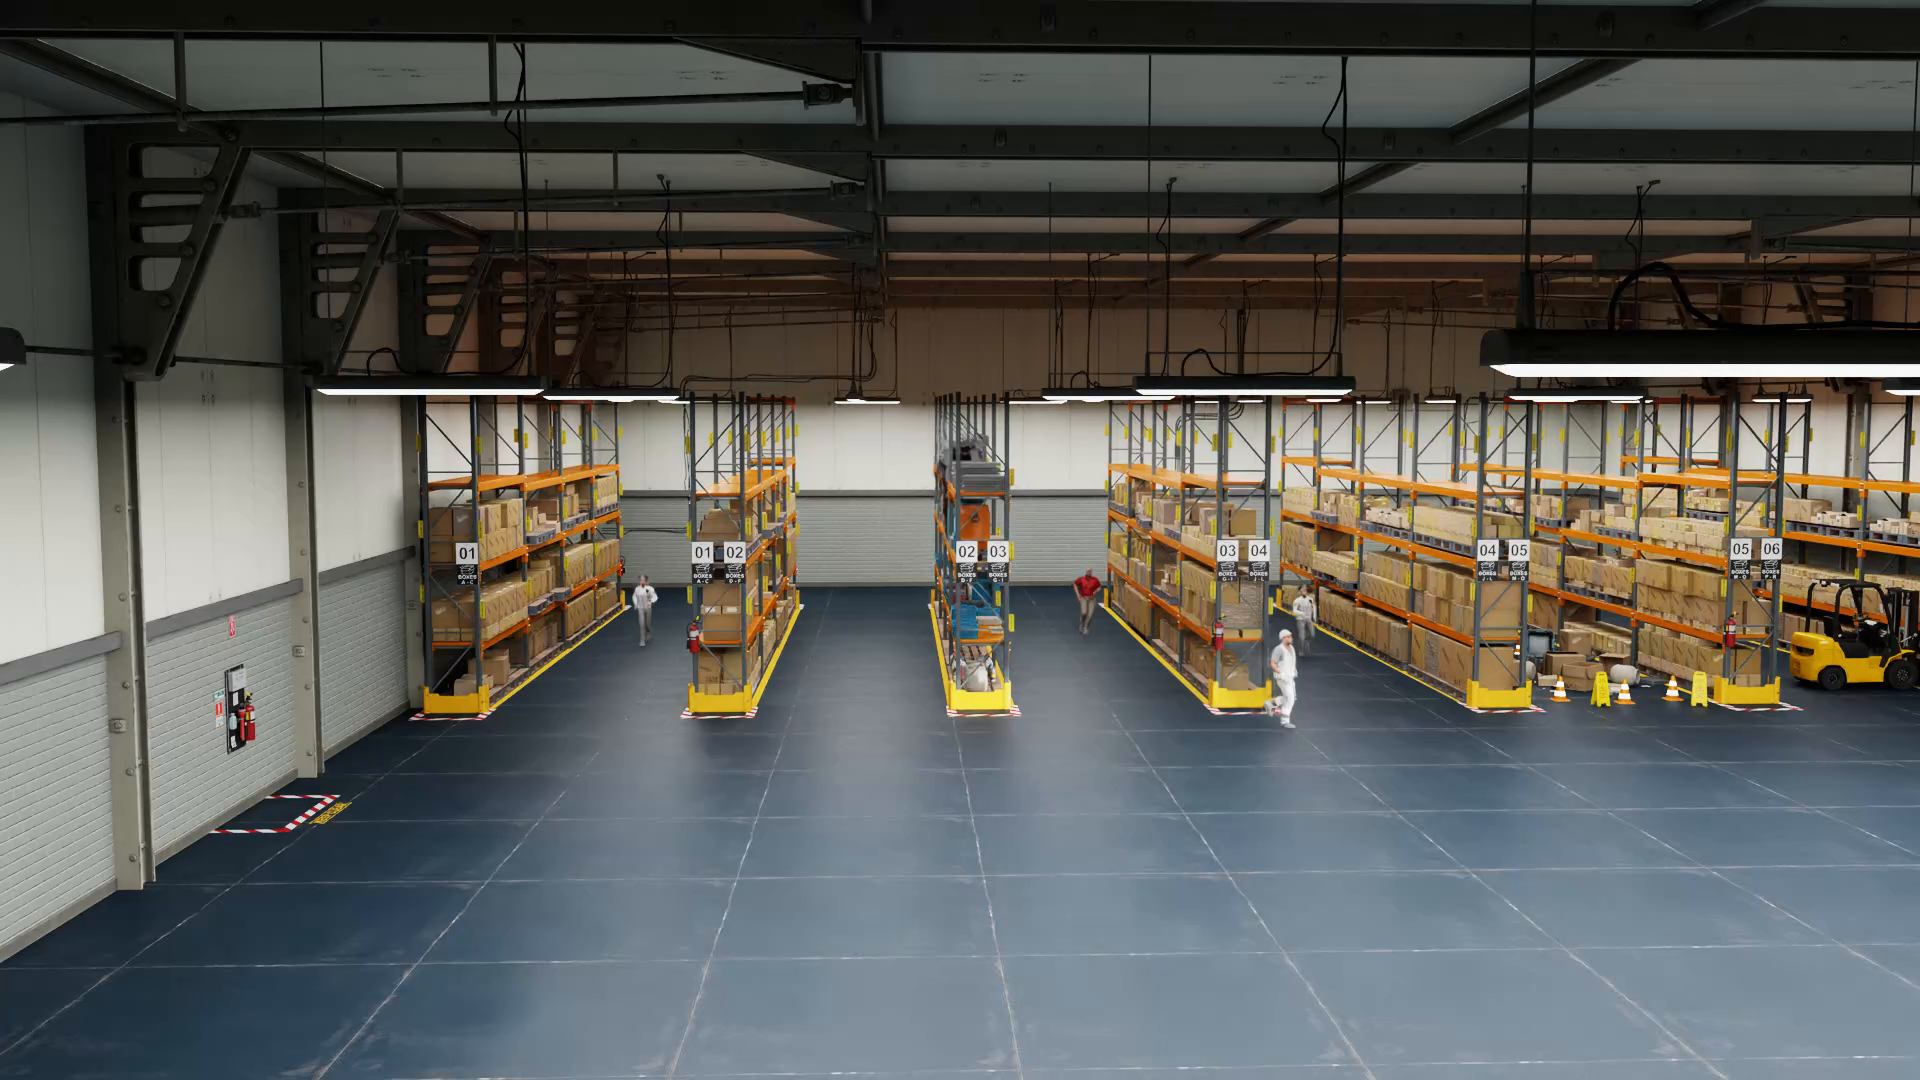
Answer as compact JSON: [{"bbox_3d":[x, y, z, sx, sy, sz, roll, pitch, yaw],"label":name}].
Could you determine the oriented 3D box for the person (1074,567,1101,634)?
[{"bbox_3d":[3.216,1.525,41.773,0.657,1.681,0.677,0,5,-5],"label":"person"}]

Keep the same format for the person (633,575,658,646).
[{"bbox_3d":[-7.549,1.662,39.890,0.610,1.687,0.860,0,5,-2],"label":"person"}]

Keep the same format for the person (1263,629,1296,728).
[{"bbox_3d":[5.753,2.464,29.784,0.648,1.759,0.661,4,6,41],"label":"person"}]

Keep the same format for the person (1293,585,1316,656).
[{"bbox_3d":[7.944,1.853,38.137,0.623,1.665,0.540,-1,5,-11],"label":"person"}]
